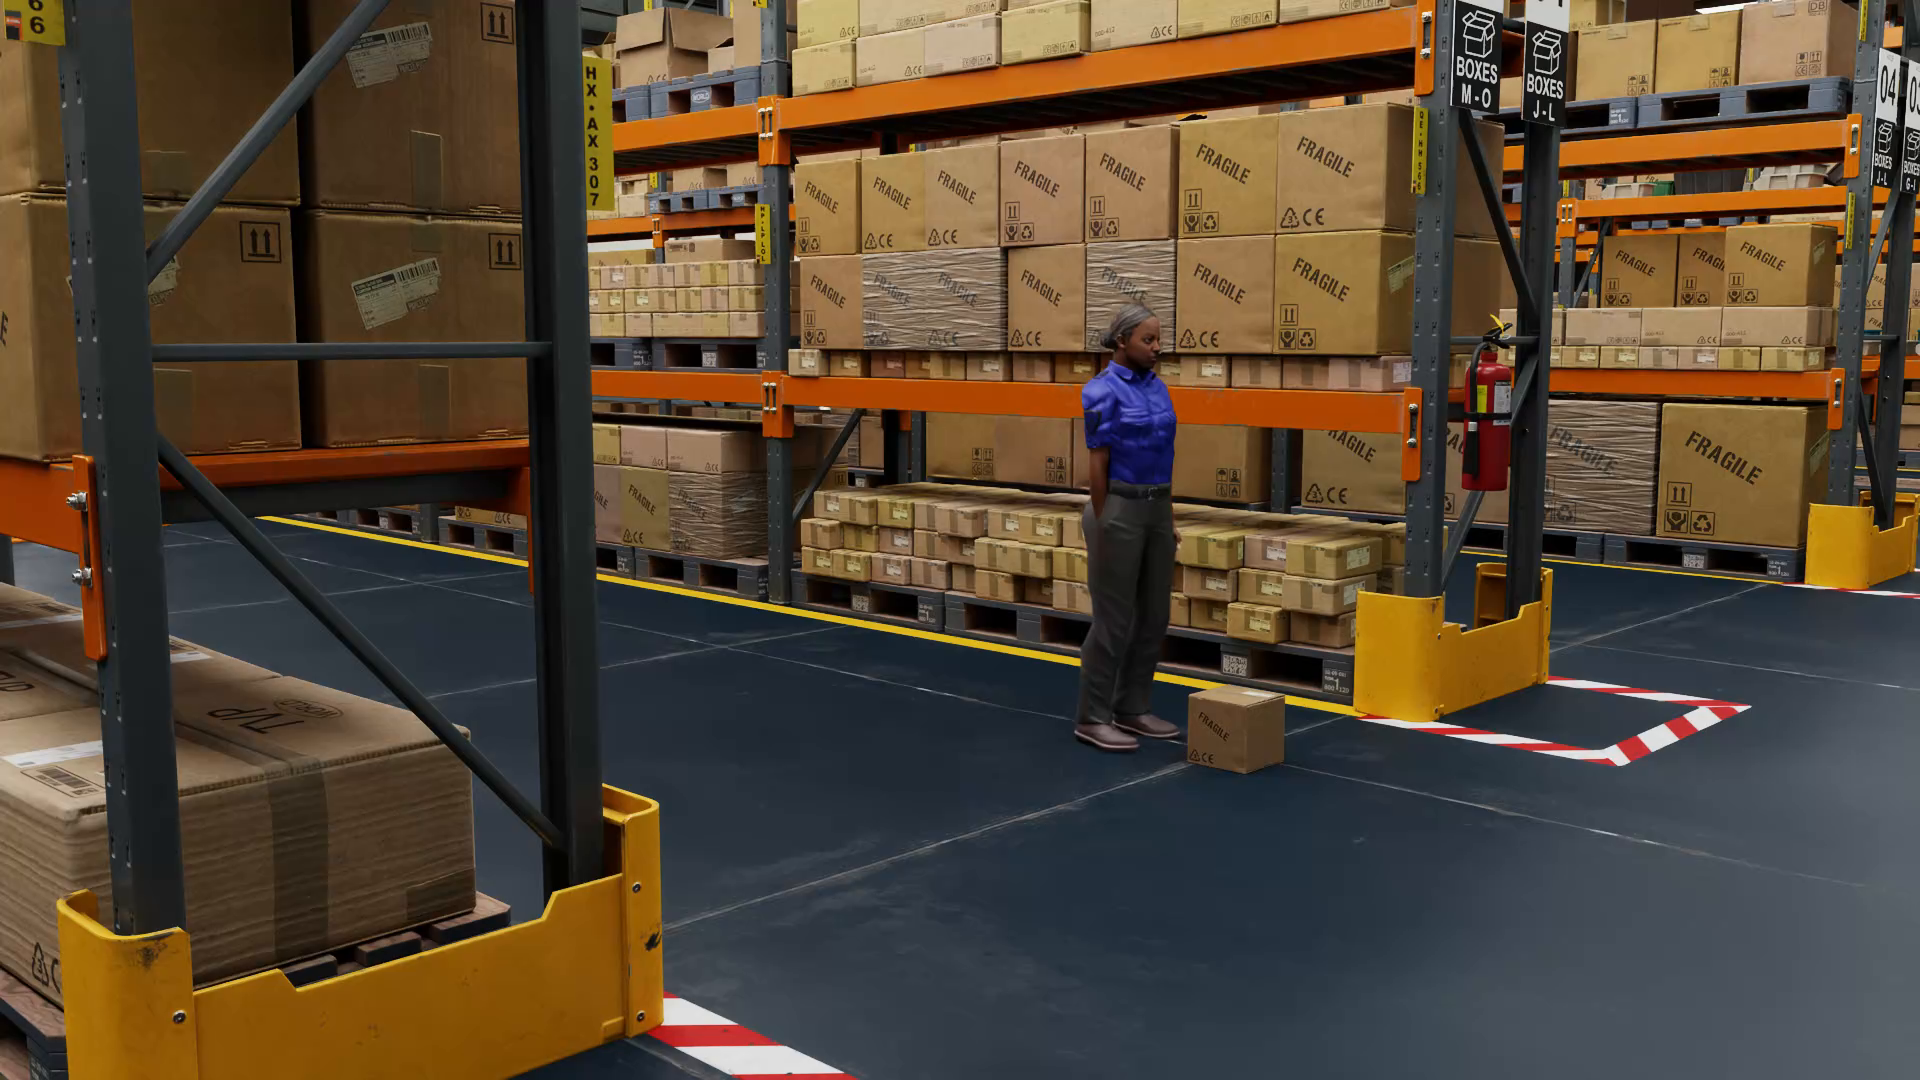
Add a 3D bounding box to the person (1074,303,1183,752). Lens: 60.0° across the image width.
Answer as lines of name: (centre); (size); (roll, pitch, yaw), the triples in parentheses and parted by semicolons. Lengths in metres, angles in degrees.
person: (0.653, -0.058, 6.270); (0.438, 1.658, 0.300); (-7, 10, -44)
